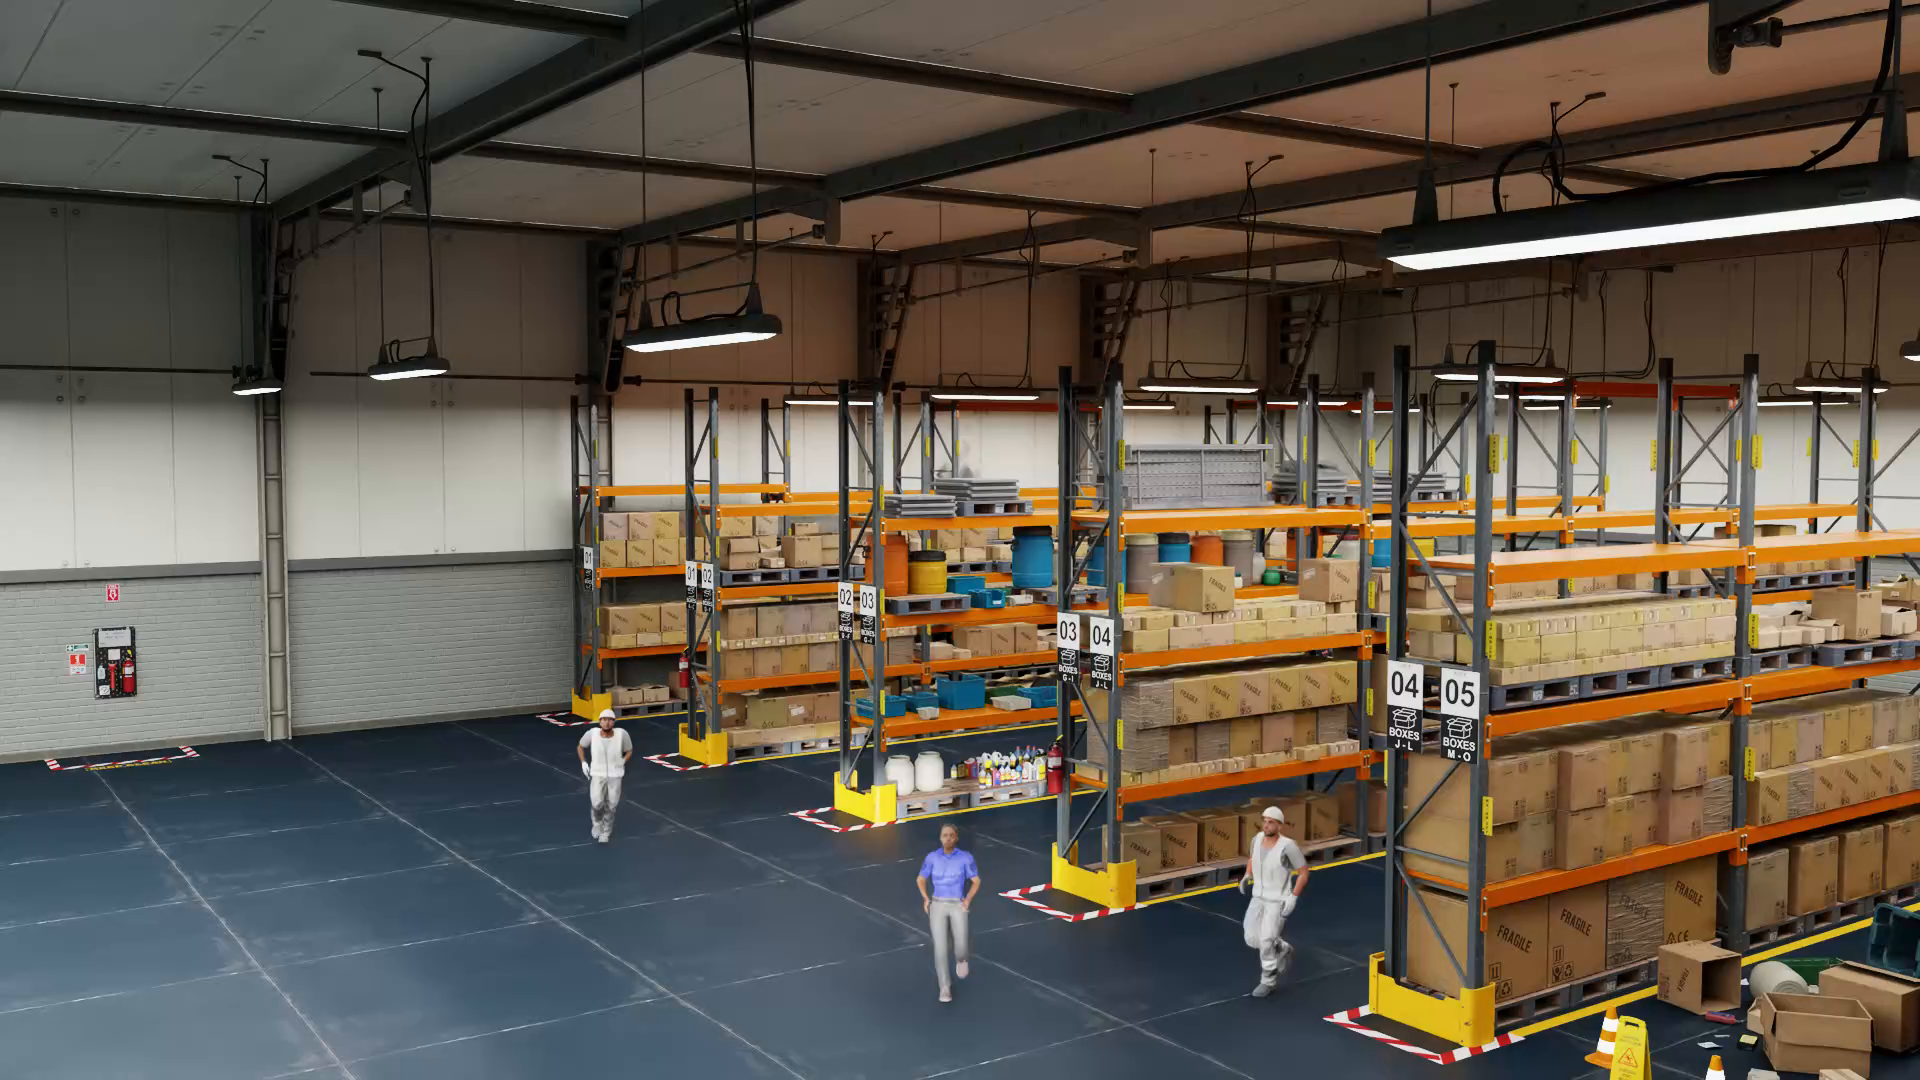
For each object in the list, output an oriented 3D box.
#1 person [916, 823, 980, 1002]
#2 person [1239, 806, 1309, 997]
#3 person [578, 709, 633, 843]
[{"bbox_3d":[-0.112,3.429,15.479,0.596,1.600,0.612,0,3,3],"label":"person"},{"bbox_3d":[2.937,3.361,15.597,0.576,1.752,0.676,-3,4,-38],"label":"person"},{"bbox_3d":[-4.502,3.013,21.174,0.682,1.732,0.612,-1,4,-15],"label":"person"}]
